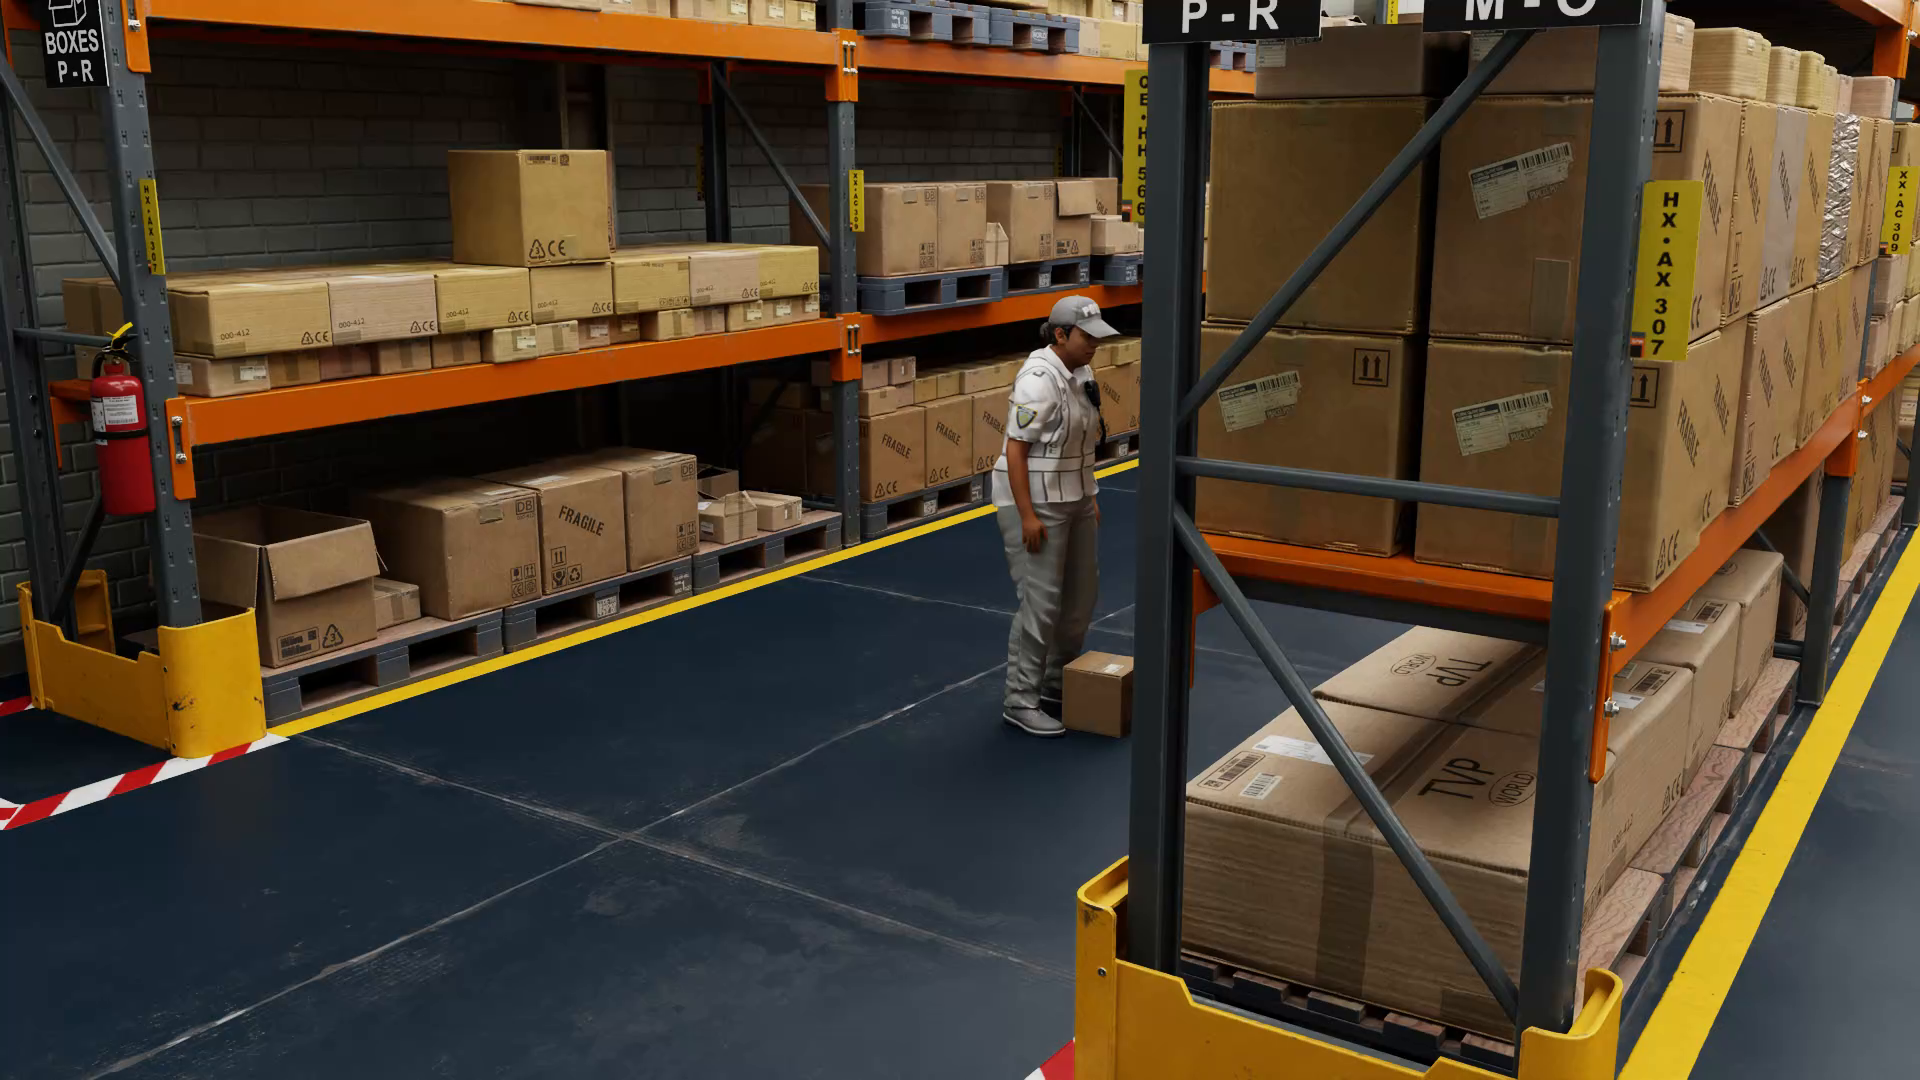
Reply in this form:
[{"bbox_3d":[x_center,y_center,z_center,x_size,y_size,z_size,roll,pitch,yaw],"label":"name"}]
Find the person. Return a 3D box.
[{"bbox_3d":[0.378,-0.114,6.460,0.466,1.666,0.538,9,16,33],"label":"person"}]
